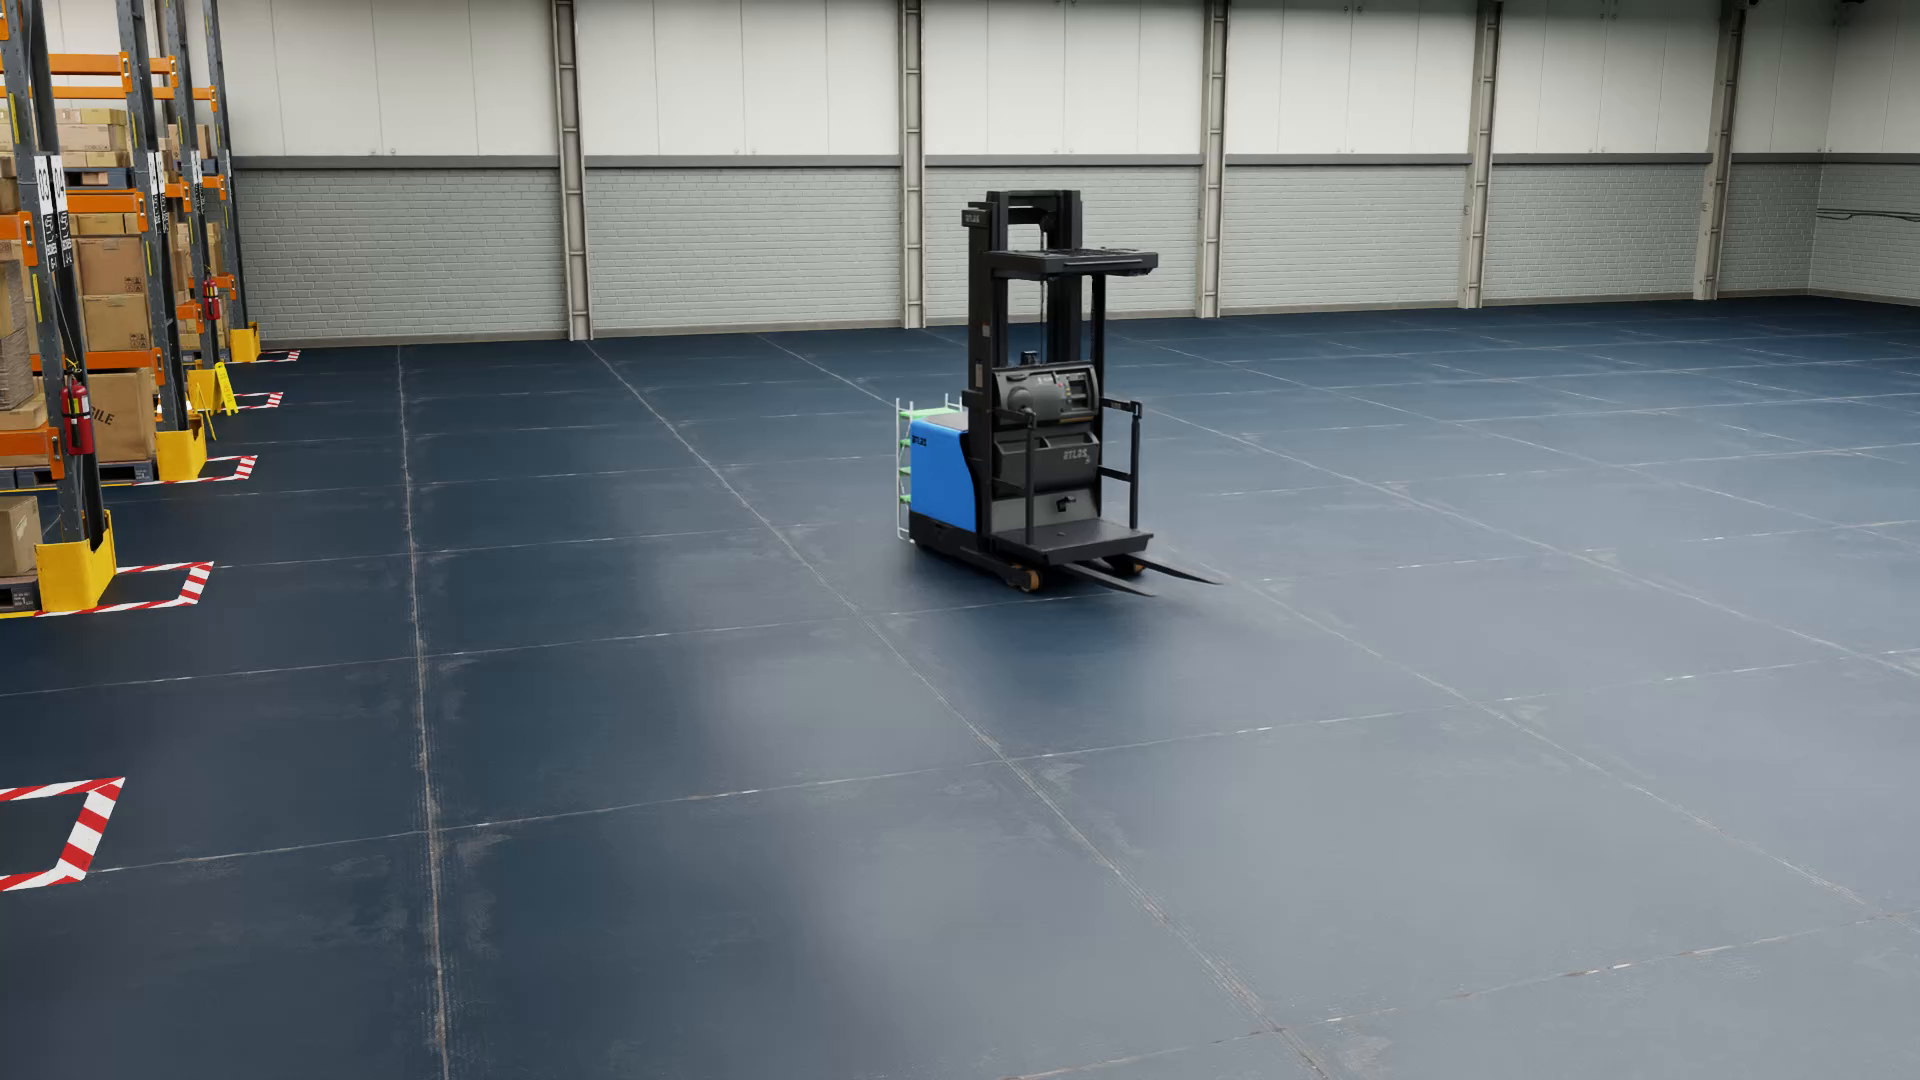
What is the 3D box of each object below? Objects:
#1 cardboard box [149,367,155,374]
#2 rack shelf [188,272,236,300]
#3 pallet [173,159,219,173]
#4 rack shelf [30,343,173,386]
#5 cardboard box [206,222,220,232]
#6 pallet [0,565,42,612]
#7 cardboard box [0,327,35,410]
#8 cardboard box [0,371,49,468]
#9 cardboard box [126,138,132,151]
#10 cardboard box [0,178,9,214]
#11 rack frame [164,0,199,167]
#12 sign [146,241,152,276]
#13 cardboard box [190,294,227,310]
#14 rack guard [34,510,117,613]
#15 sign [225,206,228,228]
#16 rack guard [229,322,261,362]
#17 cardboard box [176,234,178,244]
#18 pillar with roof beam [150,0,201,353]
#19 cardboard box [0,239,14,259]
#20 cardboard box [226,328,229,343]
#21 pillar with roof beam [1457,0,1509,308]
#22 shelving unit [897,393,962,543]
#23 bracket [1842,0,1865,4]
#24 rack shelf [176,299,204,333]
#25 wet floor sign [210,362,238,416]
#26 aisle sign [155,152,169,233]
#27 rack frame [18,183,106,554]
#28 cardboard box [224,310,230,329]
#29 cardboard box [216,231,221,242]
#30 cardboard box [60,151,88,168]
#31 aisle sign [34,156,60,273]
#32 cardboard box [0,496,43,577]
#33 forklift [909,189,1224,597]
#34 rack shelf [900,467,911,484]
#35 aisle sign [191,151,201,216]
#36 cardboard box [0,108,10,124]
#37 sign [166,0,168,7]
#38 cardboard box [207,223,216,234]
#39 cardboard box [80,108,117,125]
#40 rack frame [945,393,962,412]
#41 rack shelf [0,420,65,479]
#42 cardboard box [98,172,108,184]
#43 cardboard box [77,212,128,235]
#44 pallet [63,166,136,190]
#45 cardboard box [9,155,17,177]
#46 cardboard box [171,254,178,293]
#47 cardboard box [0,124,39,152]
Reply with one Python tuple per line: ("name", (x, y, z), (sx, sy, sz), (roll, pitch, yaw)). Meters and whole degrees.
("cardboard box", (-10.380, -2.368, 21.028), (0.500, 0.500, 0.500), (-4, 14, -18))
("rack shelf", (-13.186, -3.843, 25.373), (4.000, 0.370, 1.077), (-4, 14, -18))
("pallet", (-11.969, -5.711, 25.378), (1.213, 0.211, 1.003), (-4, 14, -18))
("rack shelf", (-9.925, -1.677, 16.264), (4.000, 0.370, 1.077), (-4, 14, -18))
("cardboard box", (-11.677, -4.872, 25.882), (0.250, 0.149, 0.380), (-5, 14, -19))
("pallet", (-7.396, 0.335, 12.277), (1.213, 0.211, 1.003), (-4, 14, -18))
("cardboard box", (-7.073, -1.238, 12.006), (0.500, 0.500, 0.875), (-4, 14, -18))
("cardboard box", (-9.484, -1.215, 16.453), (0.875, 0.875, 0.875), (-5, 14, -19))
("cardboard box", (-10.187, -4.877, 20.502), (0.250, 0.149, 0.380), (-4, 14, -17))
("cardboard box", (-6.919, -2.374, 11.483), (0.500, 0.250, 0.500), (-4, 14, -17))
("rack frame", (-9.704, -6.171, 20.640), (0.127, 3.000, 1.000), (-4, 14, -18))
("sign", (-7.869, -2.733, 16.136), (0.005, 0.325, 0.100), (-4, 14, -18))
("cardboard box", (-11.806, -3.700, 26.089), (0.500, 0.250, 0.500), (-5, 14, -19))
("rack guard", (-6.615, 0.143, 12.463), (0.348, 0.500, 1.175), (-4, 14, -18))
("sign", (-11.131, -4.899, 25.244), (0.005, 0.325, 0.100), (-4, 14, -18))
("rack guard", (-11.268, -3.127, 26.207), (0.348, 0.500, 1.175), (-4, 14, -18))
("cardboard box", (-12.028, -4.587, 25.327), (0.250, 0.149, 0.380), (-4, 14, -17))
("pillar with roof beam", (-10.865, -6.462, 21.861), (0.400, 9.000, 9.100), (-4, 14, -18))
("cardboard box", (-9.459, -2.681, 16.276), (0.550, 0.550, 0.875), (-4, 14, -18))
("cardboard box", (-11.818, -3.214, 26.208), (0.500, 0.250, 0.500), (-4, 14, -18))
("pillar with roof beam", (11.882, -8.233, 29.308), (0.548, 9.000, 9.100), (-4, 14, -18))
("shelving unit", (-0.257, -0.615, 14.137), (0.503, 1.200, 0.258), (-9, 16, -32))
("bracket", (18.948, -11.499, 35.260), (0.430, 0.232, 0.235), (-4, 14, -18))
("rack shelf", (-11.599, -2.755, 20.797), (4.000, 0.370, 1.077), (-4, 14, -18))
("wet floor sign", (-9.182, -1.886, 20.679), (0.232, 0.644, 0.267), (0, 13, 1))
("aisle sign", (-8.058, -3.510, 16.800), (0.004, 0.787, 0.394), (-4, 14, -18))
("rack frame", (-6.543, -1.079, 12.197), (0.127, 3.000, 1.000), (-4, 14, -18))
("cardboard box", (-11.802, -3.462, 26.167), (0.500, 0.250, 0.500), (-4, 14, -17))
("cardboard box", (-11.695, -4.737, 25.957), (0.250, 0.149, 0.380), (-5, 14, -20))
("cardboard box", (-8.475, -3.647, 15.930), (0.250, 0.149, 0.380), (-4, 14, -18))
("aisle sign", (-6.389, -2.283, 11.639), (0.004, 0.787, 0.394), (-4, 14, -18))
("cardboard box", (-7.140, -0.025, 12.259), (0.500, 0.500, 0.500), (-2, 14, -8))
("forklift", (0.791, -1.157, 12.673), (1.130, 2.935, 3.031), (-8, 16, -32))
("rack shelf", (-0.257, -0.553, 14.151), (0.480, 0.148, 0.258), (-9, 16, -32))
("aisle sign", (-9.553, -4.458, 20.786), (0.004, 0.787, 0.394), (-4, 14, -18))
("cardboard box", (-8.965, -3.996, 15.676), (0.250, 0.149, 0.380), (-4, 14, -17))
("sign", (-9.546, -6.579, 19.996), (0.005, 0.325, 0.100), (-4, 14, -18))
("cardboard box", (-11.563, -4.777, 25.484), (0.250, 0.149, 0.380), (-4, 14, -18))
("cardboard box", (-8.240, -4.053, 15.914), (0.250, 0.149, 0.380), (-4, 14, -18))
("rack frame", (-0.053, -0.646, 14.266), (0.015, 1.200, 0.240), (-9, 16, -32))
("rack shelf", (-8.439, -0.581, 11.660), (4.000, 0.370, 1.077), (-4, 14, -18))
("cardboard box", (-10.441, -4.464, 20.489), (0.250, 0.149, 0.380), (-4, 14, -16))
("cardboard box", (-10.600, -3.811, 20.663), (0.500, 0.500, 0.700), (-4, 14, -18))
("pallet", (-8.729, -3.533, 16.225), (1.213, 0.211, 1.003), (-4, 14, -18))
("cardboard box", (-6.878, -2.690, 11.949), (0.250, 0.149, 0.380), (-5, 14, -18))
("cardboard box", (-10.130, -3.345, 20.866), (0.500, 0.500, 0.500), (-5, 14, -19))
("cardboard box", (-8.878, -3.824, 15.813), (0.500, 0.250, 0.500), (-4, 14, -18))
